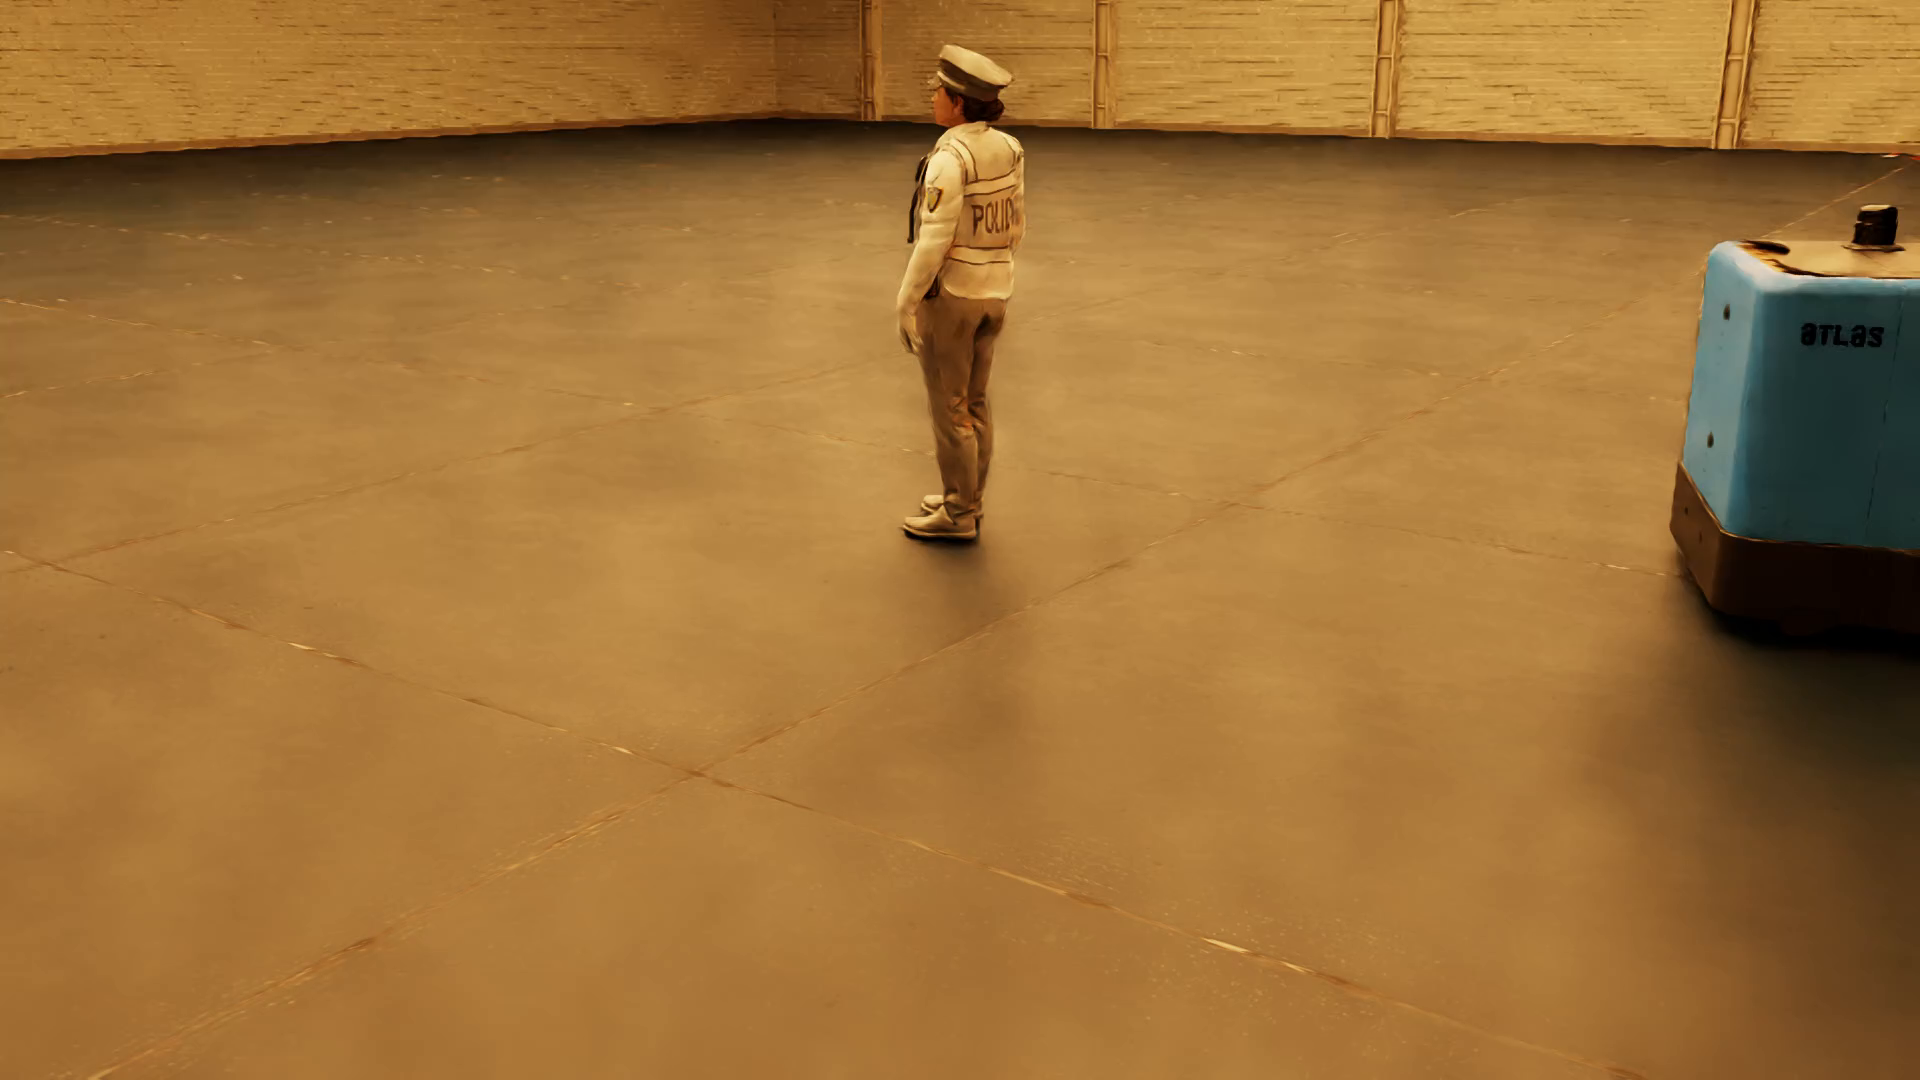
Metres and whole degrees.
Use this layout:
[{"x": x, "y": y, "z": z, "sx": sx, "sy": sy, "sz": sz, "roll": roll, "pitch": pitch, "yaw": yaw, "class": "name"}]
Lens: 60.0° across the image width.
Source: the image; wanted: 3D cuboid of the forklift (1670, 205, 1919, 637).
[{"x": 3.842, "y": -1.144, "z": 4.659, "sx": 3.031, "sy": 2.935, "sz": 1.130, "roll": 4, "pitch": 17, "yaw": 14, "class": "forklift"}]

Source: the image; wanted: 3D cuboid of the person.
[{"x": -0.053, "y": -0.831, "z": 5.746, "sx": 0.531, "sy": 1.695, "sz": 0.588, "roll": 11, "pitch": 20, "yaw": 33, "class": "person"}]
